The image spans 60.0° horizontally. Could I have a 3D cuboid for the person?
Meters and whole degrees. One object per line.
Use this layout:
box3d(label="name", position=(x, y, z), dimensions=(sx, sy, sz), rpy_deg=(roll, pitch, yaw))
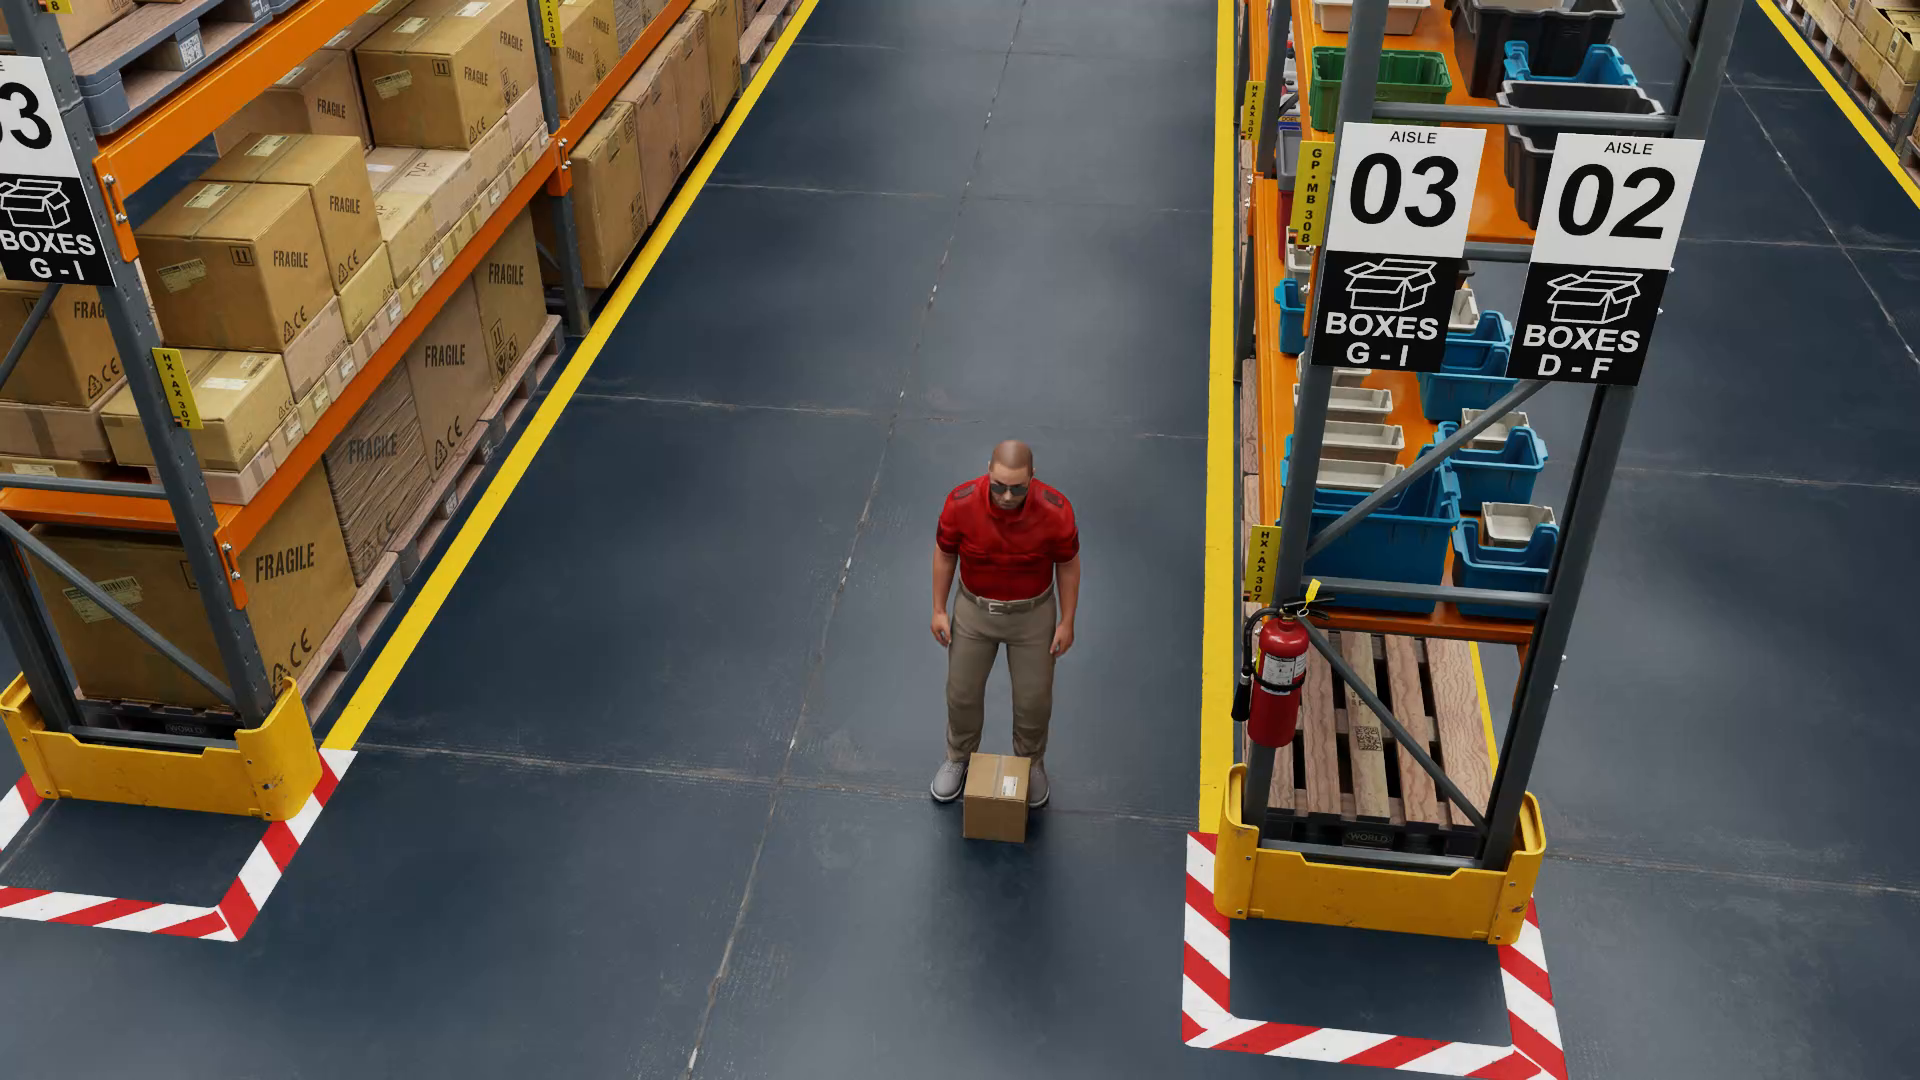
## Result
box3d(label="person", position=(0.174, 0.314, 6.619), dimensions=(0.585, 1.726, 0.396), rpy_deg=(4, 36, 6))
